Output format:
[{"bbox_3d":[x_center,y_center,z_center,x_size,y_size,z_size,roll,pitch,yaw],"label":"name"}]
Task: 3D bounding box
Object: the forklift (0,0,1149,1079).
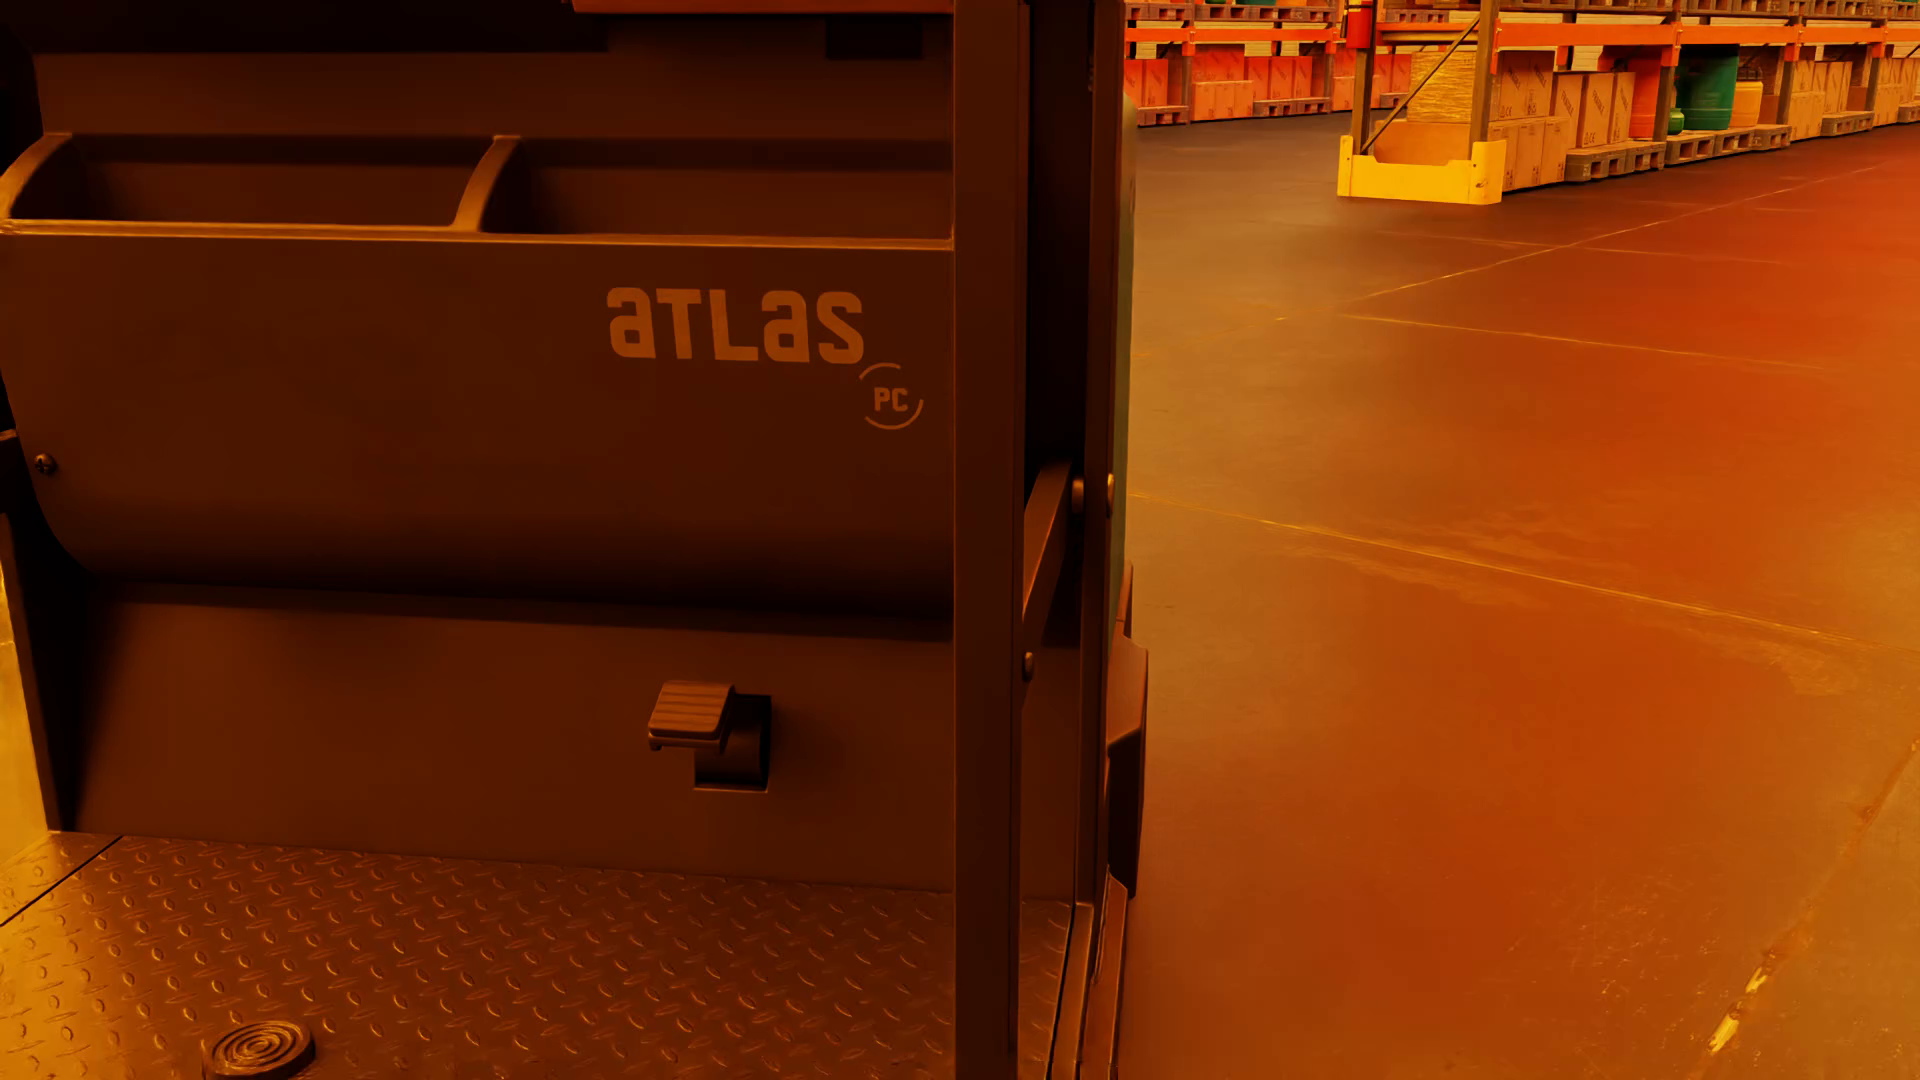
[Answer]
[{"bbox_3d":[-0.435,-0.678,1.131,1.130,2.935,3.031,2,17,8],"label":"forklift"}]
